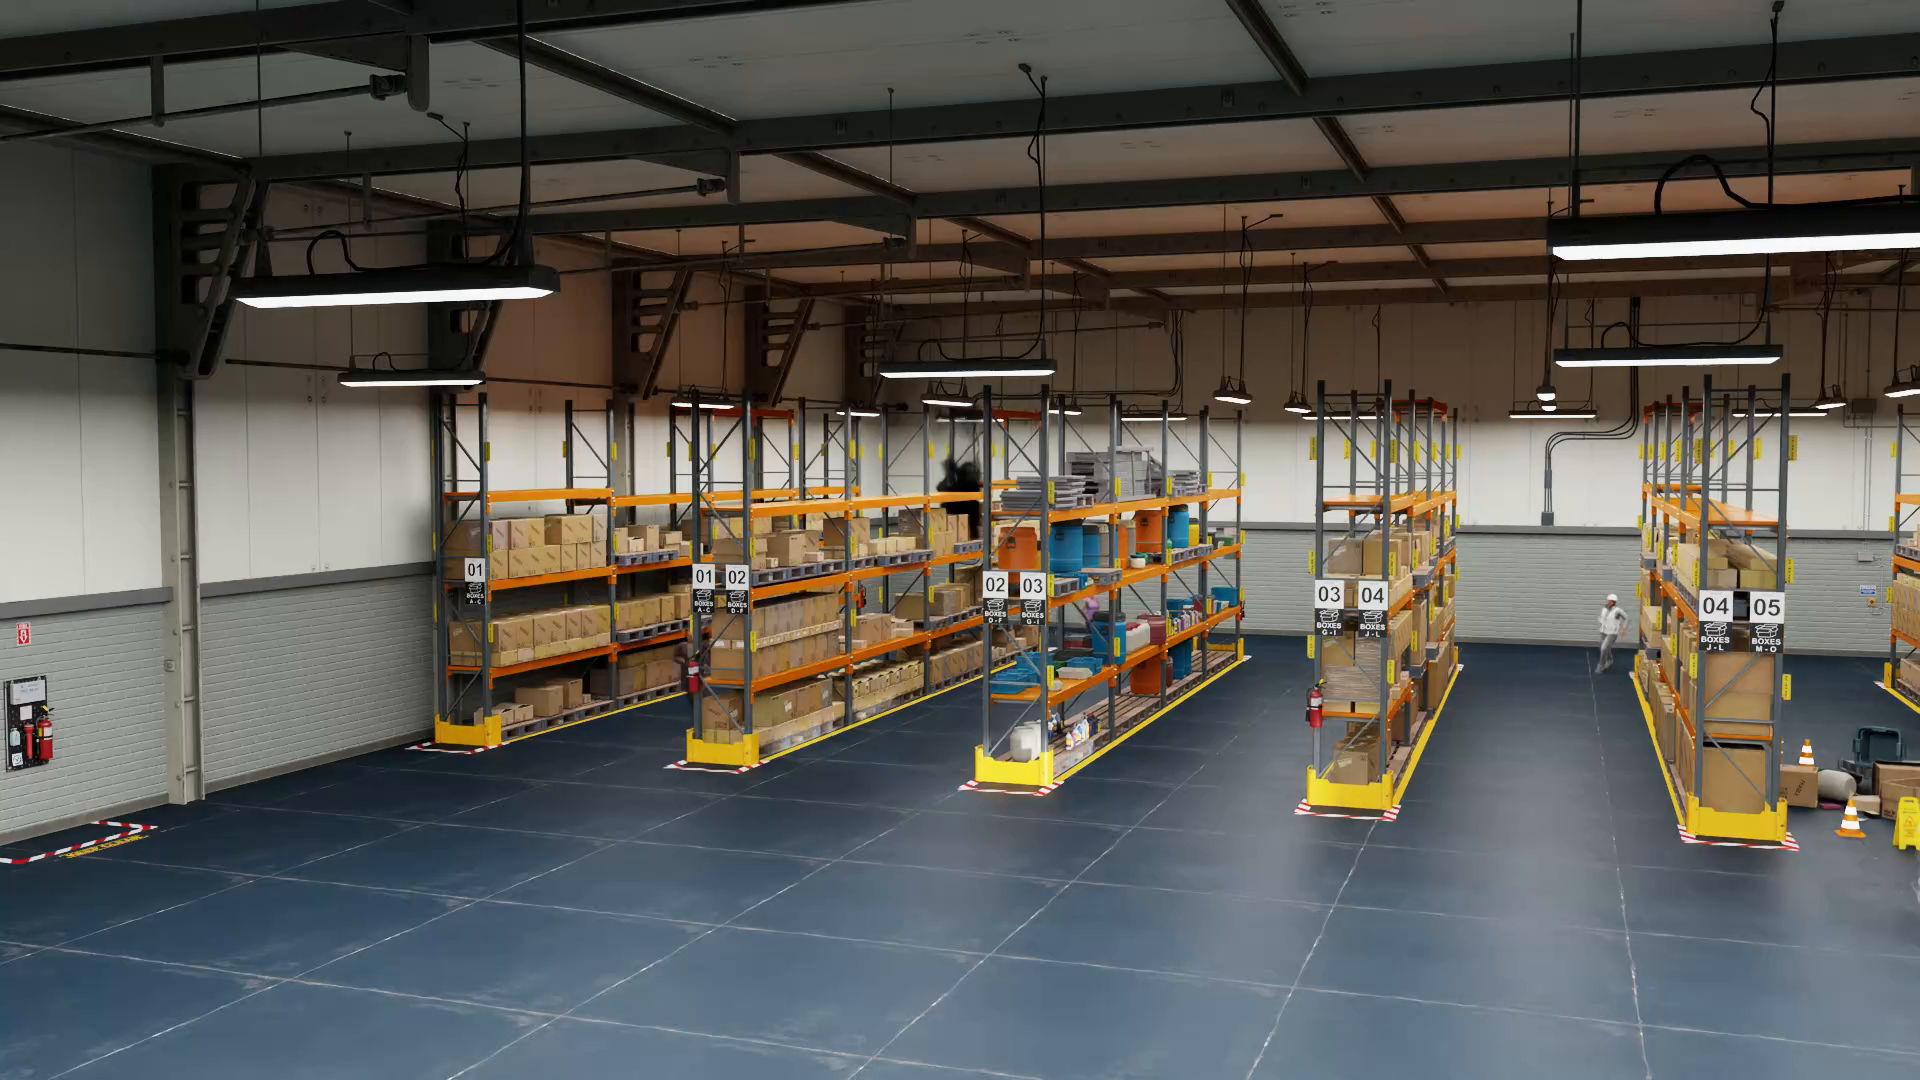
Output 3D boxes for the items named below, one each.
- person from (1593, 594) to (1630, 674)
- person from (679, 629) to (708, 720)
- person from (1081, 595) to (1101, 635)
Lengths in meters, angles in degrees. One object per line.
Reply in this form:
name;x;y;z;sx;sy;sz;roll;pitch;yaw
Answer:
person;14.709;2.118;37.608;0.856;1.804;0.724;-2;4;-31
person;-4.893;2.426;30.209;0.643;1.638;0.667;0;3;9
person;3.329;2.010;41.664;0.567;1.566;0.487;-1;3;-21
